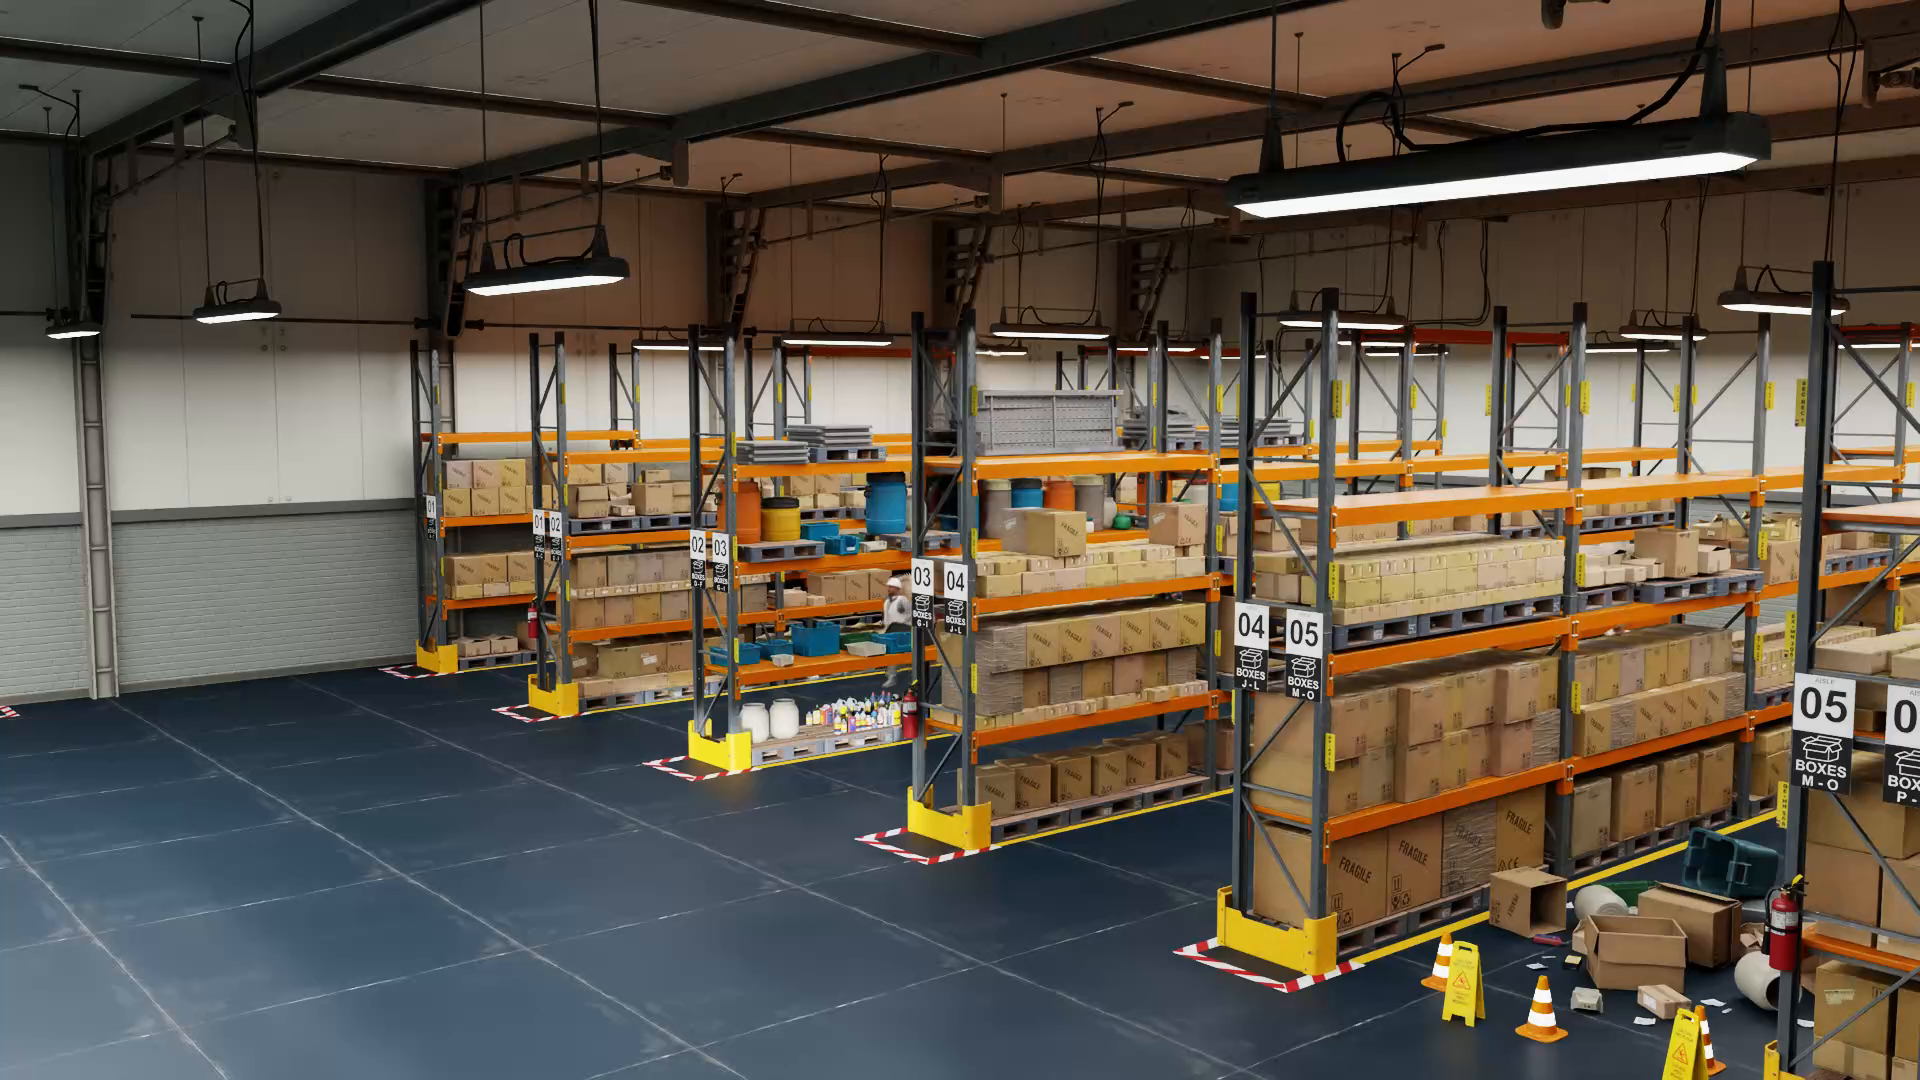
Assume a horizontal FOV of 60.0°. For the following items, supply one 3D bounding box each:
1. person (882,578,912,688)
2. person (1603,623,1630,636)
[{"bbox_3d":[-1.006,1.496,27.211,0.805,1.766,0.684,-5,7,-41],"label":"person"},{"bbox_3d":[10.023,1.972,25.312,0.962,1.752,0.645,-4,6,-34],"label":"person"}]
